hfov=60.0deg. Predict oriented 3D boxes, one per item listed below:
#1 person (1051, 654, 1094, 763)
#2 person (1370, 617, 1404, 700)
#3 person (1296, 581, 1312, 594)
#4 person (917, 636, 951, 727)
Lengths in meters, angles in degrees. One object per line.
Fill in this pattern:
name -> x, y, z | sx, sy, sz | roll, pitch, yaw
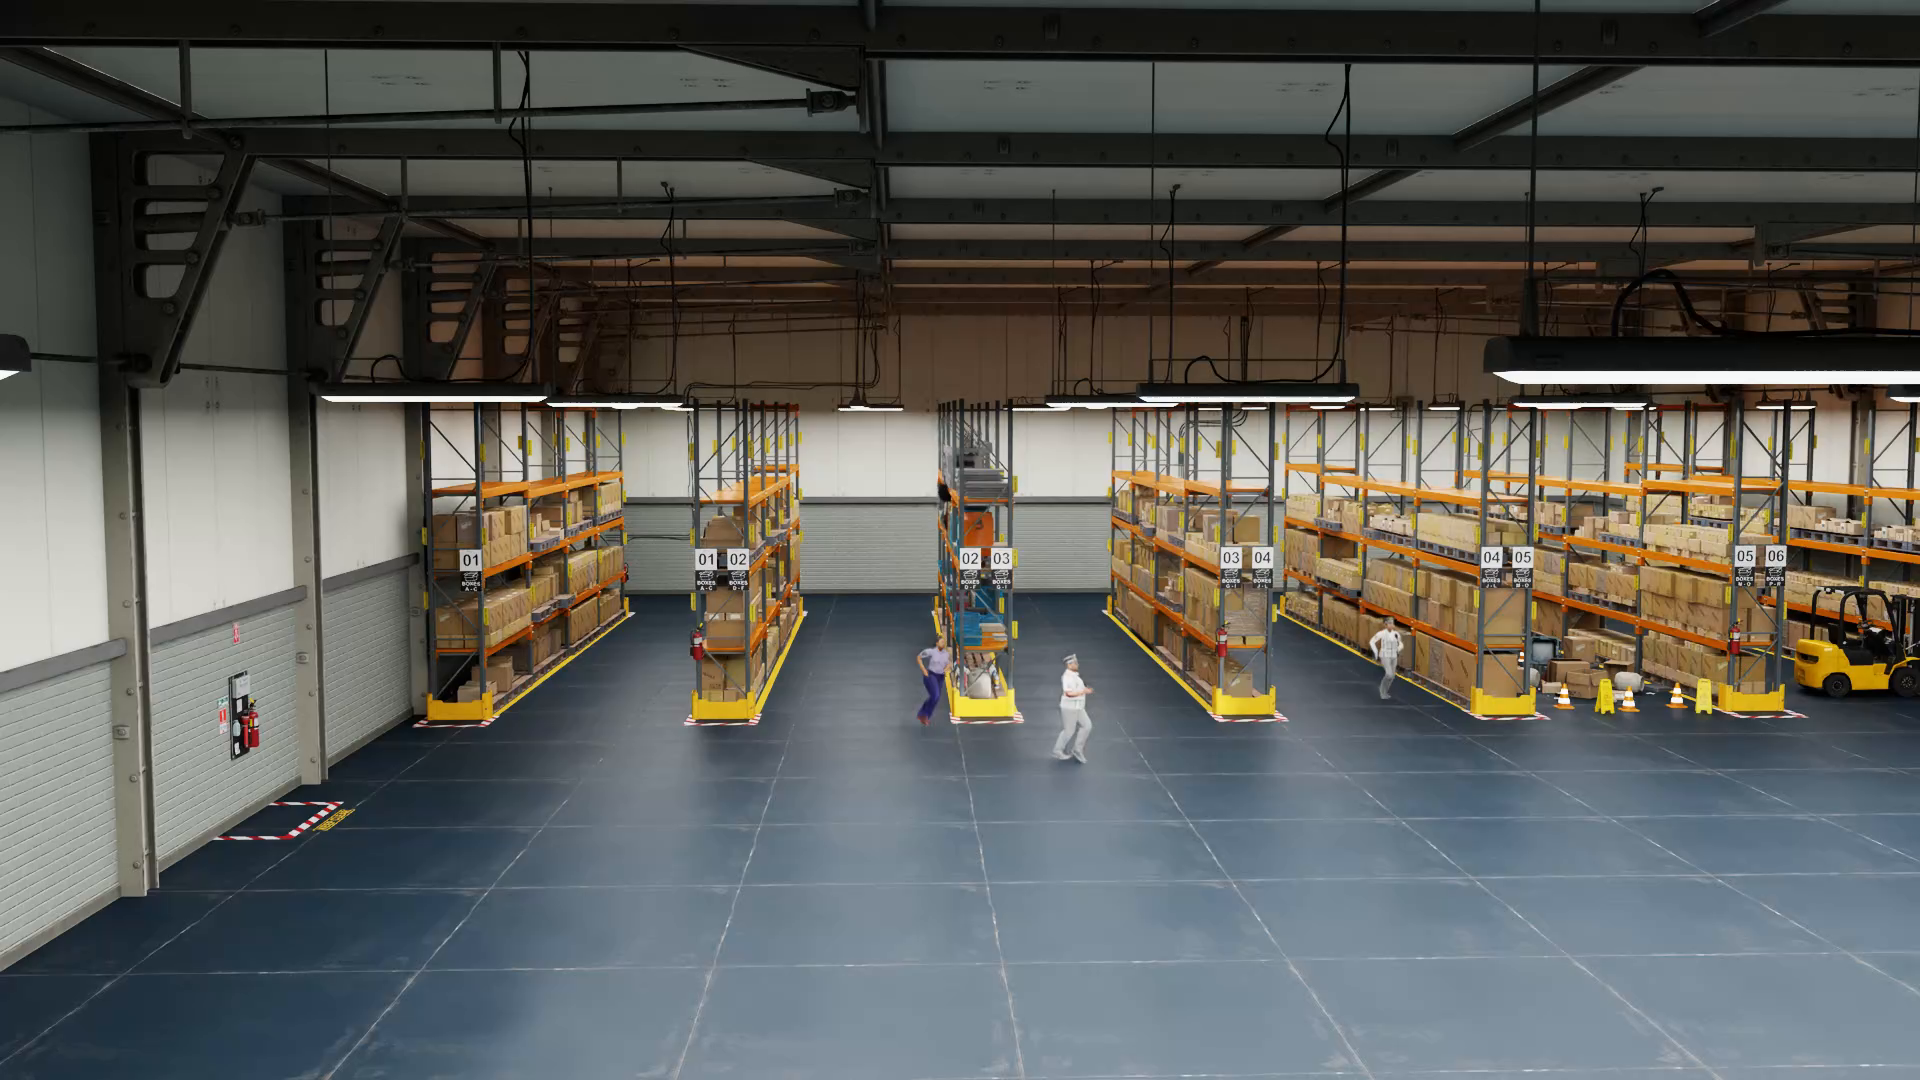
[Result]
person -> 1.870, 2.777, 27.273 | 0.727, 1.836, 0.640 | 2, 5, 22
person -> 8.561, 2.359, 33.153 | 0.586, 1.671, 0.634 | -1, 4, -14
person -> 10.208, 1.158, 49.036 | 0.840, 1.694, 0.735 | 1, 4, 13
person -> -0.479, 2.599, 30.689 | 0.649, 1.655, 0.627 | -4, 6, -43
